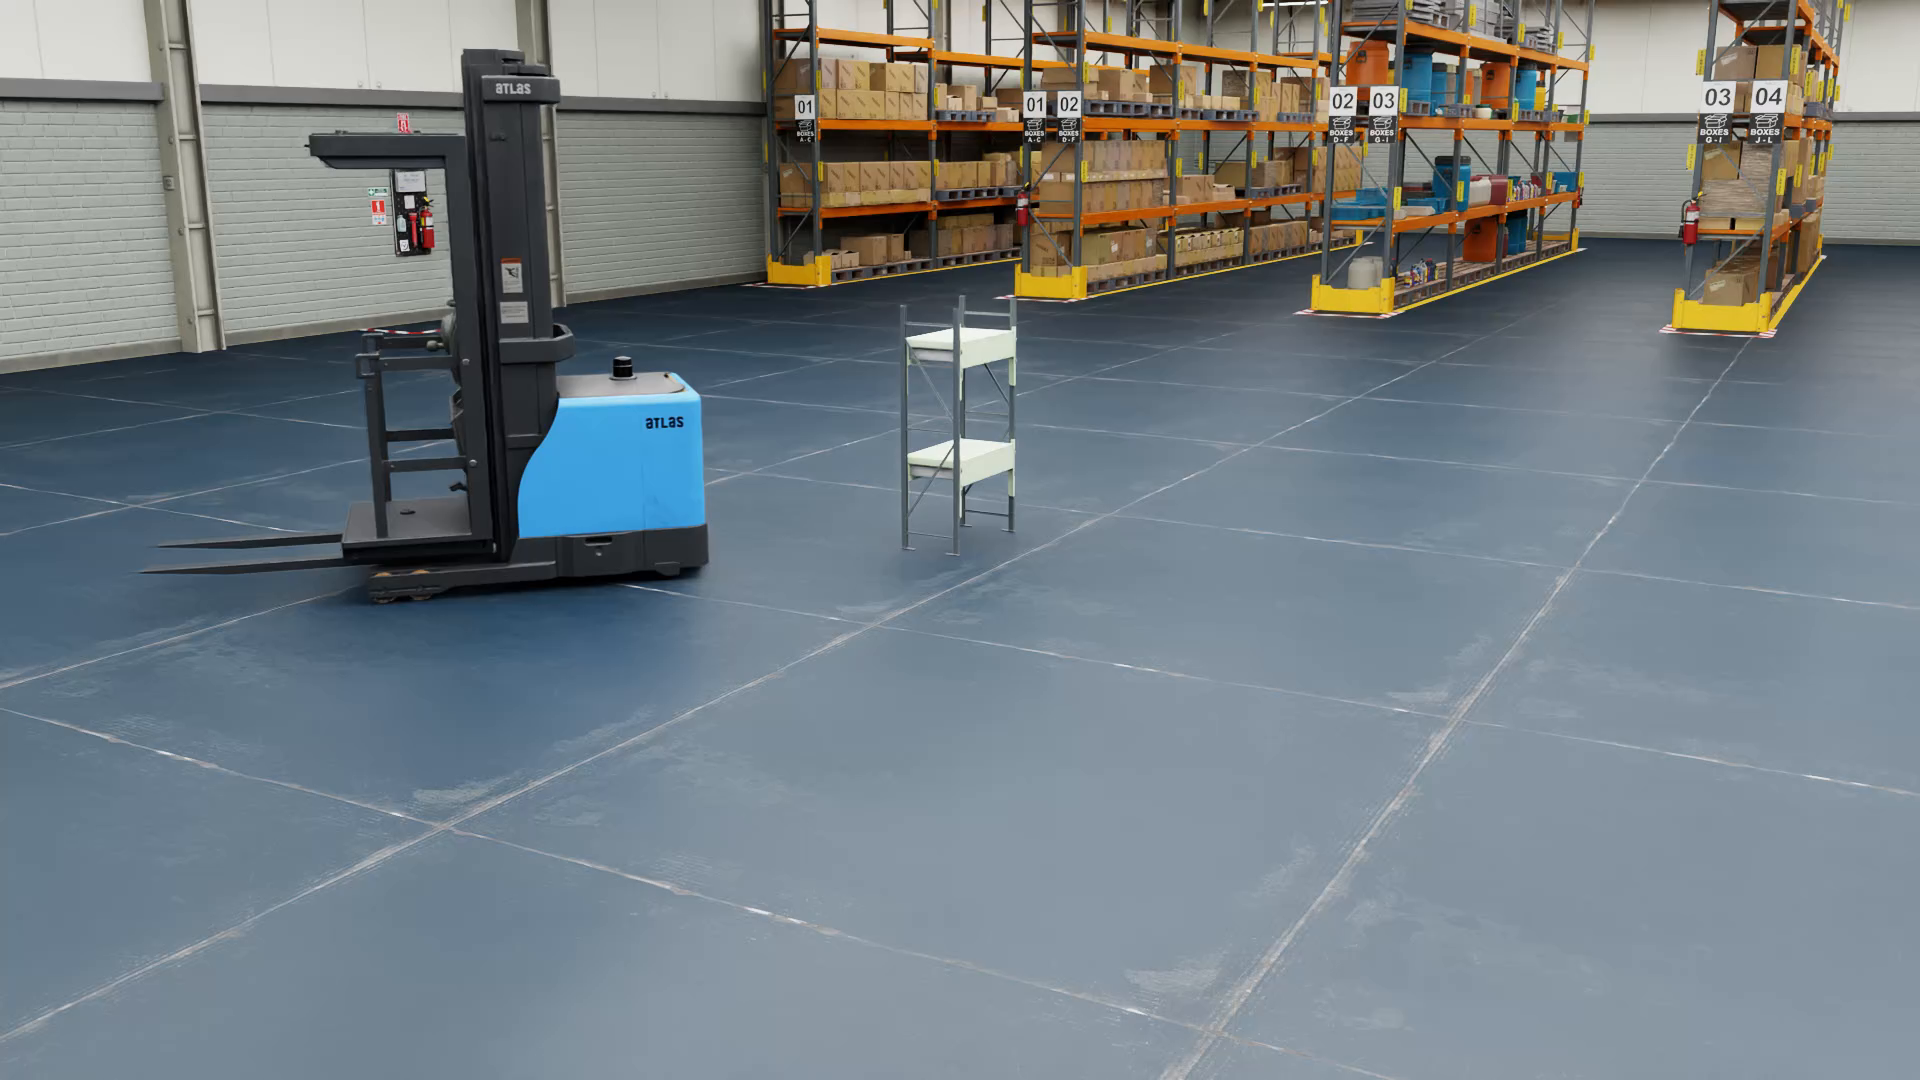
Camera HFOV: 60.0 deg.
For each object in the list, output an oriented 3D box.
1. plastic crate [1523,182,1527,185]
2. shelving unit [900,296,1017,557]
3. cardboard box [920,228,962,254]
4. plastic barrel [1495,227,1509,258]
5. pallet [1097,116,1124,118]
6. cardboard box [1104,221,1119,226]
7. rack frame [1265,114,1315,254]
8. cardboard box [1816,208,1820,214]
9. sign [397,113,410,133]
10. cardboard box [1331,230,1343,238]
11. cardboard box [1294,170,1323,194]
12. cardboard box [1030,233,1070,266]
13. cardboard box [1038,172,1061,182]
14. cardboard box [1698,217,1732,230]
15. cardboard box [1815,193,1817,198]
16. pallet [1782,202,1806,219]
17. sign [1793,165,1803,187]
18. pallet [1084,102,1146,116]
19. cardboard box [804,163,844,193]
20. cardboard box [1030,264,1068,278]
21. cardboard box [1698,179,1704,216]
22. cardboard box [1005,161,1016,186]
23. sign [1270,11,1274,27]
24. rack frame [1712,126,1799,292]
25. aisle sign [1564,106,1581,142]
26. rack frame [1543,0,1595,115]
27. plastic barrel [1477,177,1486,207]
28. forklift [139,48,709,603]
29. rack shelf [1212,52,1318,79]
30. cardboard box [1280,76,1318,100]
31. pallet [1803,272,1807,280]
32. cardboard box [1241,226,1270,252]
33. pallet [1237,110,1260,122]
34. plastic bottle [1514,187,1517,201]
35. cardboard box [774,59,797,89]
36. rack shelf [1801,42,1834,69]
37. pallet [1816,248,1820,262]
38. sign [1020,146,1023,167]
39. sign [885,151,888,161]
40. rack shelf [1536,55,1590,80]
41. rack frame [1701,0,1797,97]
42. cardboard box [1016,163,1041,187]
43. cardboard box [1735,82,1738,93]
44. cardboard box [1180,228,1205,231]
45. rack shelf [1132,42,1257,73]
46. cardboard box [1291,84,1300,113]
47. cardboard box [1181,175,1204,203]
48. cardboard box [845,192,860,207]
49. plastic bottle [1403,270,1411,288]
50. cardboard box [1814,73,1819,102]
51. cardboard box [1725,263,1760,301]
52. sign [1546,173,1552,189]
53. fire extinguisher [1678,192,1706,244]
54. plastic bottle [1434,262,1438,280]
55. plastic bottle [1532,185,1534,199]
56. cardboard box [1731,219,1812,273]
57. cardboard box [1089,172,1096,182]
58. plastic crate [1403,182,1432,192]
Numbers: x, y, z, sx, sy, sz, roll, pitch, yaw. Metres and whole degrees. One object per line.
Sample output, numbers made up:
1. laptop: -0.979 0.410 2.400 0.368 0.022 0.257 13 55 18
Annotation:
1. plastic crate: 12.350 -7.721 36.390 0.416 0.233 0.300 7 15 28
2. shelving unit: -0.003 -0.728 10.352 0.431 1.500 0.755 7 15 28
3. cardboard box: -0.387 -6.042 33.591 0.700 0.500 0.500 7 15 27
4. plastic barrel: 10.439 -5.843 32.619 0.600 0.588 0.708 7 15 28
5. pallet: 3.338 -10.002 39.410 1.003 0.211 1.213 7 15 28
6. cardboard box: 3.384 -7.551 39.892 0.700 0.500 0.500 8 16 29
7. rack frame: 7.271 -7.860 36.735 1.000 3.000 0.127 7 15 28
8. cardboard box: 17.196 -6.402 34.324 0.875 0.875 0.875 7 15 28
9. sign: -7.506 -5.603 22.428 0.001 0.298 0.199 7 15 28
10. cardboard box: 8.672 -7.227 39.037 0.500 0.250 0.500 7 15 28
11. cardboard box: 7.756 -7.982 37.029 0.500 0.500 0.500 8 16 30
12. cardboard box: 1.469 -4.774 27.305 0.500 0.500 0.500 7 15 28
13. cardboard box: 1.488 -5.862 26.850 0.380 0.149 0.250 7 15 27
14. cardboard box: 10.097 -4.234 22.234 0.380 0.149 0.250 7 15 28
15. cardboard box: 16.376 -6.638 32.202 0.380 0.149 0.250 7 15 28
16. pallet: 12.571 -5.142 25.873 1.003 0.211 1.213 7 15 28
17. sign: 12.553 -5.456 24.919 0.100 0.325 0.005 7 15 28
18. pallet: 2.423 -7.206 27.814 1.003 0.211 1.213 7 15 28
19. cardboard box: -2.374 -6.324 29.041 0.500 0.500 0.500 7 15 28
20. cardboard box: 1.471 -4.409 27.392 0.500 0.250 0.500 7 15 28
21. cardboard box: 10.567 -4.694 22.755 0.875 0.500 0.500 7 15 28
22. cardboard box: 0.781 -7.765 35.188 0.700 0.500 0.500 5 15 21
23. sign: 6.805 -11.334 36.184 0.100 0.325 0.005 7 15 28
24. rack frame: 12.074 -5.095 25.269 1.000 3.000 0.127 7 15 28
25. aisle sign: 13.831 -9.364 37.427 0.394 0.787 0.004 7 15 28
26. rack frame: 13.539 -11.035 37.105 1.000 3.000 0.127 7 15 28
27. plastic barrel: 9.158 -6.210 29.653 0.421 0.512 0.421 0 14 0
28. forklift: -3.038 -1.218 9.330 3.031 2.935 1.130 -4 14 -17
29. rack shelf: 6.304 -9.822 34.462 1.077 0.370 4.000 7 15 28
30. cardboard box: 7.473 -9.957 36.687 0.700 0.500 0.500 7 15 28
31. pallet: 15.046 -4.963 30.669 1.003 0.211 1.213 7 15 28
32. cardboard box: 6.056 -6.207 34.274 0.500 0.500 0.500 7 15 26
33. pallet: 5.088 -8.256 32.382 1.213 0.211 1.003 8 16 31
34. plastic bottle: 10.691 -6.677 32.104 0.097 0.271 0.097 0 14 0
35. cardboard box: -2.888 -8.079 28.855 0.500 0.500 0.500 8 16 31
36. rack shelf: 14.974 -8.699 29.803 1.077 0.370 4.000 7 15 28
37. pallet: 17.557 -6.029 35.090 1.003 0.211 1.213 7 15 28
38. sign: 1.002 -6.140 26.627 0.100 0.325 0.005 7 15 28
39. sign: -1.422 -7.404 32.374 0.100 0.325 0.005 7 15 28
40. rack shelf: 12.572 -10.080 35.534 1.077 0.370 4.000 7 15 28
41. rack frame: 10.140 -7.191 21.162 1.000 3.000 0.127 7 15 28
42. cardboard box: 1.458 -7.873 35.900 0.500 0.500 0.500 8 16 30
43. cardboard box: 10.001 -5.946 21.867 0.380 0.149 0.250 7 15 28
44. cardboard box: 4.581 -5.996 32.780 0.500 0.311 0.500 7 15 27
45. rack shelf: 4.371 -9.001 31.057 1.077 0.370 4.000 7 15 28
46. cardboard box: 6.963 -9.524 35.917 0.600 0.600 0.600 6 15 23
47. cardboard box: 4.286 -6.634 31.436 0.500 0.500 0.500 7 15 28
48. cardboard box: -2.116 -6.067 29.578 0.500 0.250 0.500 7 15 26
49. plastic bottle: 6.954 -4.060 25.857 0.097 0.271 0.097 0 14 0
50. cardboard box: 13.996 -7.540 27.727 0.500 0.500 0.500 8 16 30
51. cardboard box: 11.344 -3.752 24.135 0.500 0.500 0.500 6 15 23
52. sign: 12.086 -7.370 34.112 0.100 0.325 0.005 7 15 28
53. fire extinguisher: 9.682 -4.266 21.993 0.296 0.674 0.183 7 15 28
54. plastic bottle: 7.794 -4.414 27.299 0.061 0.283 0.133 8 16 31
55. plastic bottle: 11.521 -7.045 33.621 0.152 0.276 0.135 7 15 28
56. cardboard box: 14.359 -5.226 29.450 1.225 0.875 0.875 7 15 25
57. cardboard box: 1.974 -5.872 26.894 0.380 0.149 0.250 7 15 27
58. plastic crate: 7.704 -5.822 28.145 0.402 0.464 0.583 7 15 28
